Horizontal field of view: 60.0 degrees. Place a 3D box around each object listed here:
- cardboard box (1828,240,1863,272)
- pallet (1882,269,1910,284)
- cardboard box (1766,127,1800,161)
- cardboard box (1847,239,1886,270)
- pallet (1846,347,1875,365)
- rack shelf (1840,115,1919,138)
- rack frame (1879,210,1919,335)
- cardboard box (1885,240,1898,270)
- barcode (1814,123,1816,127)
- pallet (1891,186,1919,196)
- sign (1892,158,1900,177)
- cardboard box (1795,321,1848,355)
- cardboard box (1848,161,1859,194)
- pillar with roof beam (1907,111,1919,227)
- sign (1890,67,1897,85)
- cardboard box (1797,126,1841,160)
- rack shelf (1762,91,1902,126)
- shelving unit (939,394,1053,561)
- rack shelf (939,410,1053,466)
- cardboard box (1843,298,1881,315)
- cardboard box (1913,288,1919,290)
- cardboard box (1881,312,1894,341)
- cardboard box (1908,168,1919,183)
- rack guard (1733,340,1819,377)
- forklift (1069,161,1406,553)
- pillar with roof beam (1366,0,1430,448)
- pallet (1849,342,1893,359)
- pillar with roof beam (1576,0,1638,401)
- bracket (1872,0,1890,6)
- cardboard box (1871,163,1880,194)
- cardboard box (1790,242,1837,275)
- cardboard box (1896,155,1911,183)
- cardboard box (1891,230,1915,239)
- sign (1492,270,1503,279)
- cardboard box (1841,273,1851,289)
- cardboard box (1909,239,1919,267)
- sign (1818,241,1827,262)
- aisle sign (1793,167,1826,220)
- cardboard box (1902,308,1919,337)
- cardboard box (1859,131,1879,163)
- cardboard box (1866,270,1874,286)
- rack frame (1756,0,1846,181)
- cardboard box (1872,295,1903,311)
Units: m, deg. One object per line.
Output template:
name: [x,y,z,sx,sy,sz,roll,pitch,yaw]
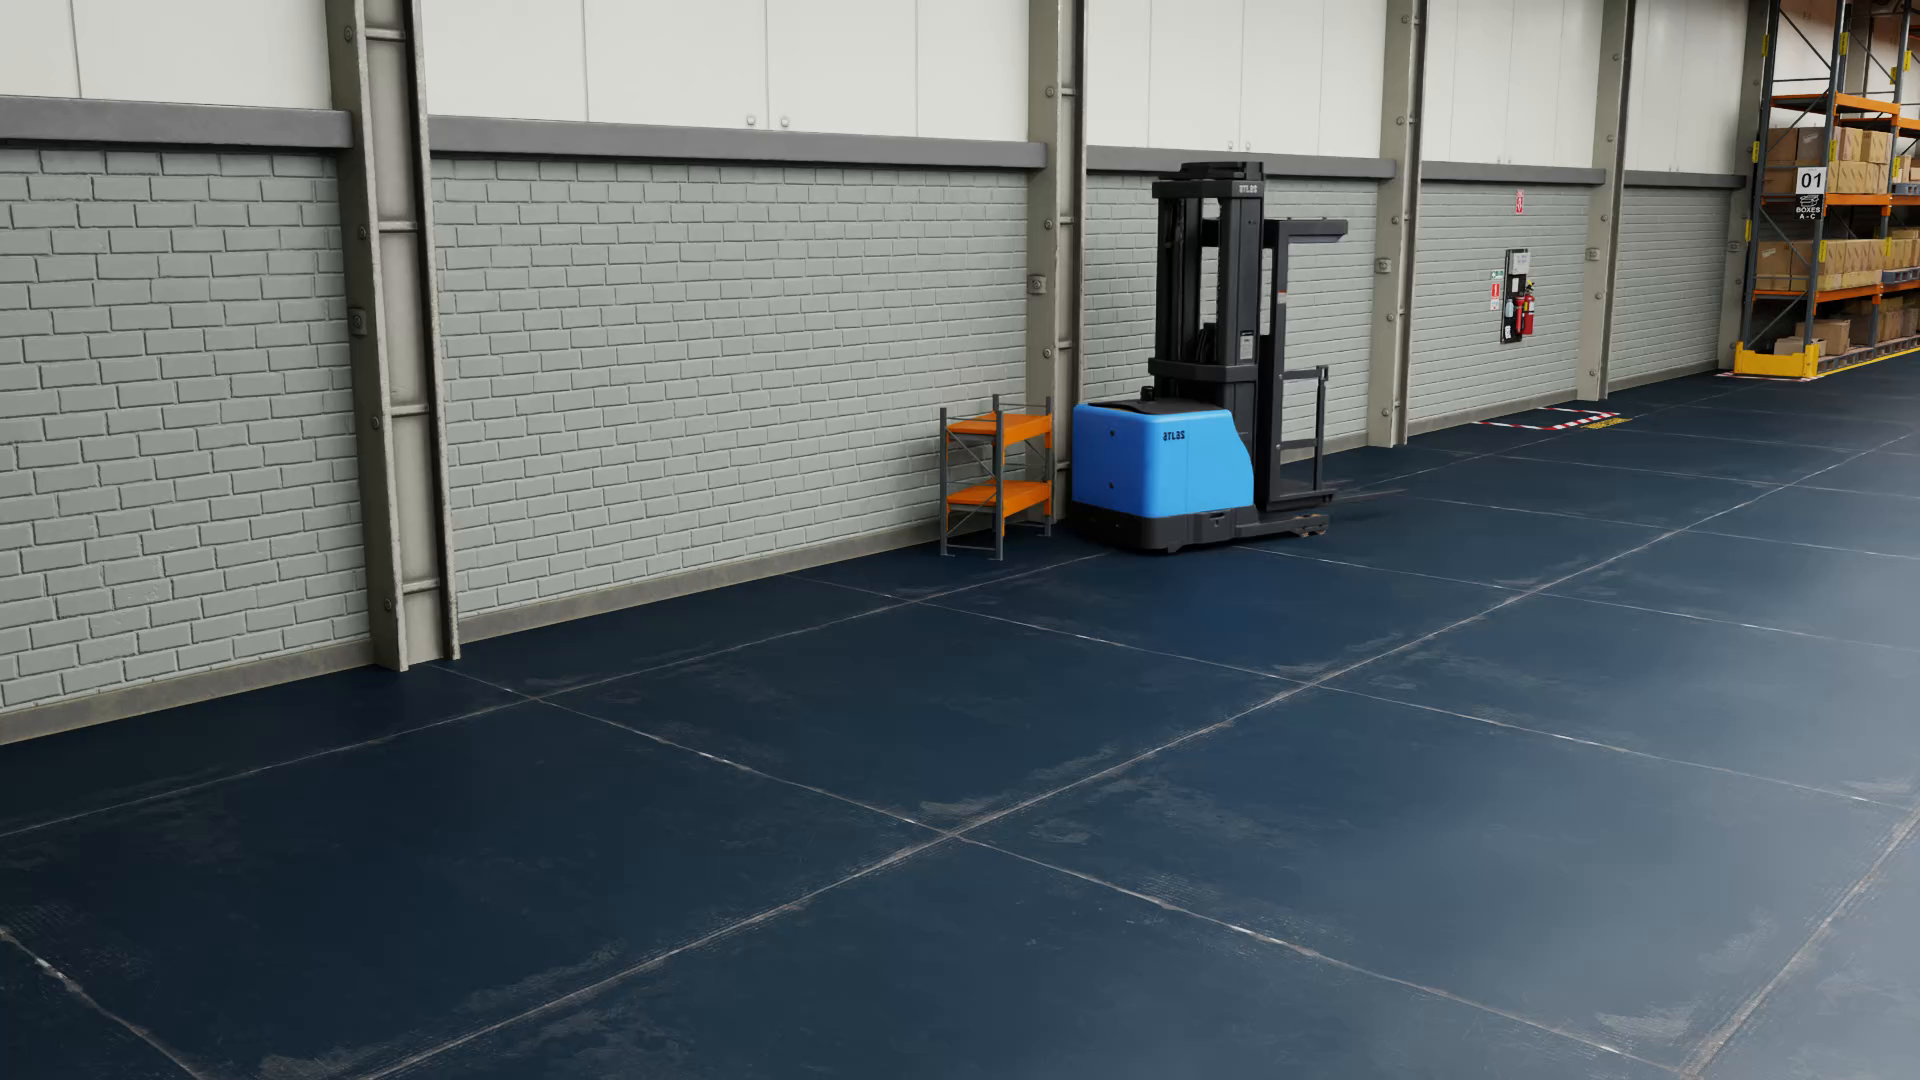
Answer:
cardboard box: [14.411,-4.646,27.232,0.500,0.500,0.500,10,15,42]
pallet: [16.113,-4.675,29.447,1.003,0.211,1.213,10,15,40]
cardboard box: [12.947,-6.204,26.097,0.500,0.500,0.500,11,15,43]
cardboard box: [15.420,-4.870,28.351,0.500,0.500,0.500,10,15,40]
pallet: [15.083,-3.204,28.715,1.003,0.211,1.213,10,15,40]
rack shelf: [16.820,-7.362,29.955,1.077,0.370,4.000,10,15,40]
rack frame: [18.140,-5.264,31.906,1.000,3.000,0.127,10,15,40]
cardboard box: [16.235,-5.092,29.667,0.500,0.500,0.700,-10,15,-42]
barcode: [14.259,-6.929,27.734,0.001,0.075,0.075,10,15,40]
pallet: [16.669,-6.284,29.836,1.213,0.211,1.003,10,15,40]
sign: [15.912,-6.331,28.270,0.100,0.325,0.005,10,15,40]
cardboard box: [14.282,-3.352,27.594,0.700,0.500,0.500,9,14,37]
cardboard box: [13.989,-5.785,26.550,0.500,0.500,0.500,11,16,43]
pillar with roof beam: [23.827,-8.452,32.554,9.100,9.000,0.400,10,15,40]
sign: [17.721,-8.812,31.568,0.100,0.325,0.005,10,15,40]
cardboard box: [13.296,-6.132,25.736,0.500,0.500,0.500,8,14,36]
rack shelf: [14.179,-6.968,26.970,1.077,0.370,4.000,10,15,40]
shelving unit: [0.290,-0.509,12.889,0.538,1.125,1.048,5,12,23]
rack shelf: [0.290,-0.796,12.831,0.538,0.278,1.000,5,12,23]
cardboard box: [16.261,-4.208,29.968,0.500,0.250,0.500,9,15,39]
cardboard box: [19.307,-4.635,33.174,0.750,0.750,0.750,10,15,40]
cardboard box: [16.644,-3.928,30.477,0.700,0.500,0.500,10,15,41]
cardboard box: [17.215,-6.616,30.705,0.637,0.503,0.797,-10,15,-40]
rack guard: [12.909,-2.872,26.314,1.175,0.500,0.348,10,15,40]
forklift: [2.381,-1.538,13.428,3.031,2.935,1.130,-7,14,-33]
pillar with roof beam: [7.984,-4.921,14.875,9.100,9.000,0.400,10,15,40]
pallet: [16.012,-3.422,29.807,1.003,0.211,1.213,10,15,40]
pillar with roof beam: [11.945,-5.804,19.295,9.100,9.000,0.400,10,15,40]
bracket: [16.625,-9.784,30.033,0.235,0.232,0.430,10,15,40]
cardboard box: [15.008,-6.026,27.758,0.500,0.500,0.500,8,14,36]
cardboard box: [13.400,-4.422,26.110,0.500,0.500,0.500,10,15,40]
cardboard box: [16.735,-6.653,29.874,0.500,0.500,0.500,9,14,38]
cardboard box: [17.734,-5.743,31.270,0.380,0.149,0.250,7,13,31]
sign: [6.618,-3.269,20.475,0.001,0.109,0.331,10,15,40]
cardboard box: [14.093,-4.206,26.943,0.500,0.250,0.500,9,15,39]
cardboard box: [17.489,-5.372,31.071,0.700,0.500,0.500,8,14,35]
sign: [13.267,-4.441,25.577,0.100,0.325,0.005,10,15,40]
aisle sign: [13.037,-5.312,25.511,0.394,0.787,0.004,10,15,40]
cardboard box: [17.704,-4.141,31.544,0.700,0.500,0.500,10,15,41]
cardboard box: [14.682,-6.426,27.210,0.500,0.500,0.500,9,14,38]
cardboard box: [15.080,-4.430,28.066,0.500,0.250,0.500,10,15,41]
rack frame: [12.859,-7.028,25.426,1.000,3.000,0.127,10,15,40]
cardboard box: [17.281,-4.433,31.091,0.500,0.250,0.500,10,15,41]
